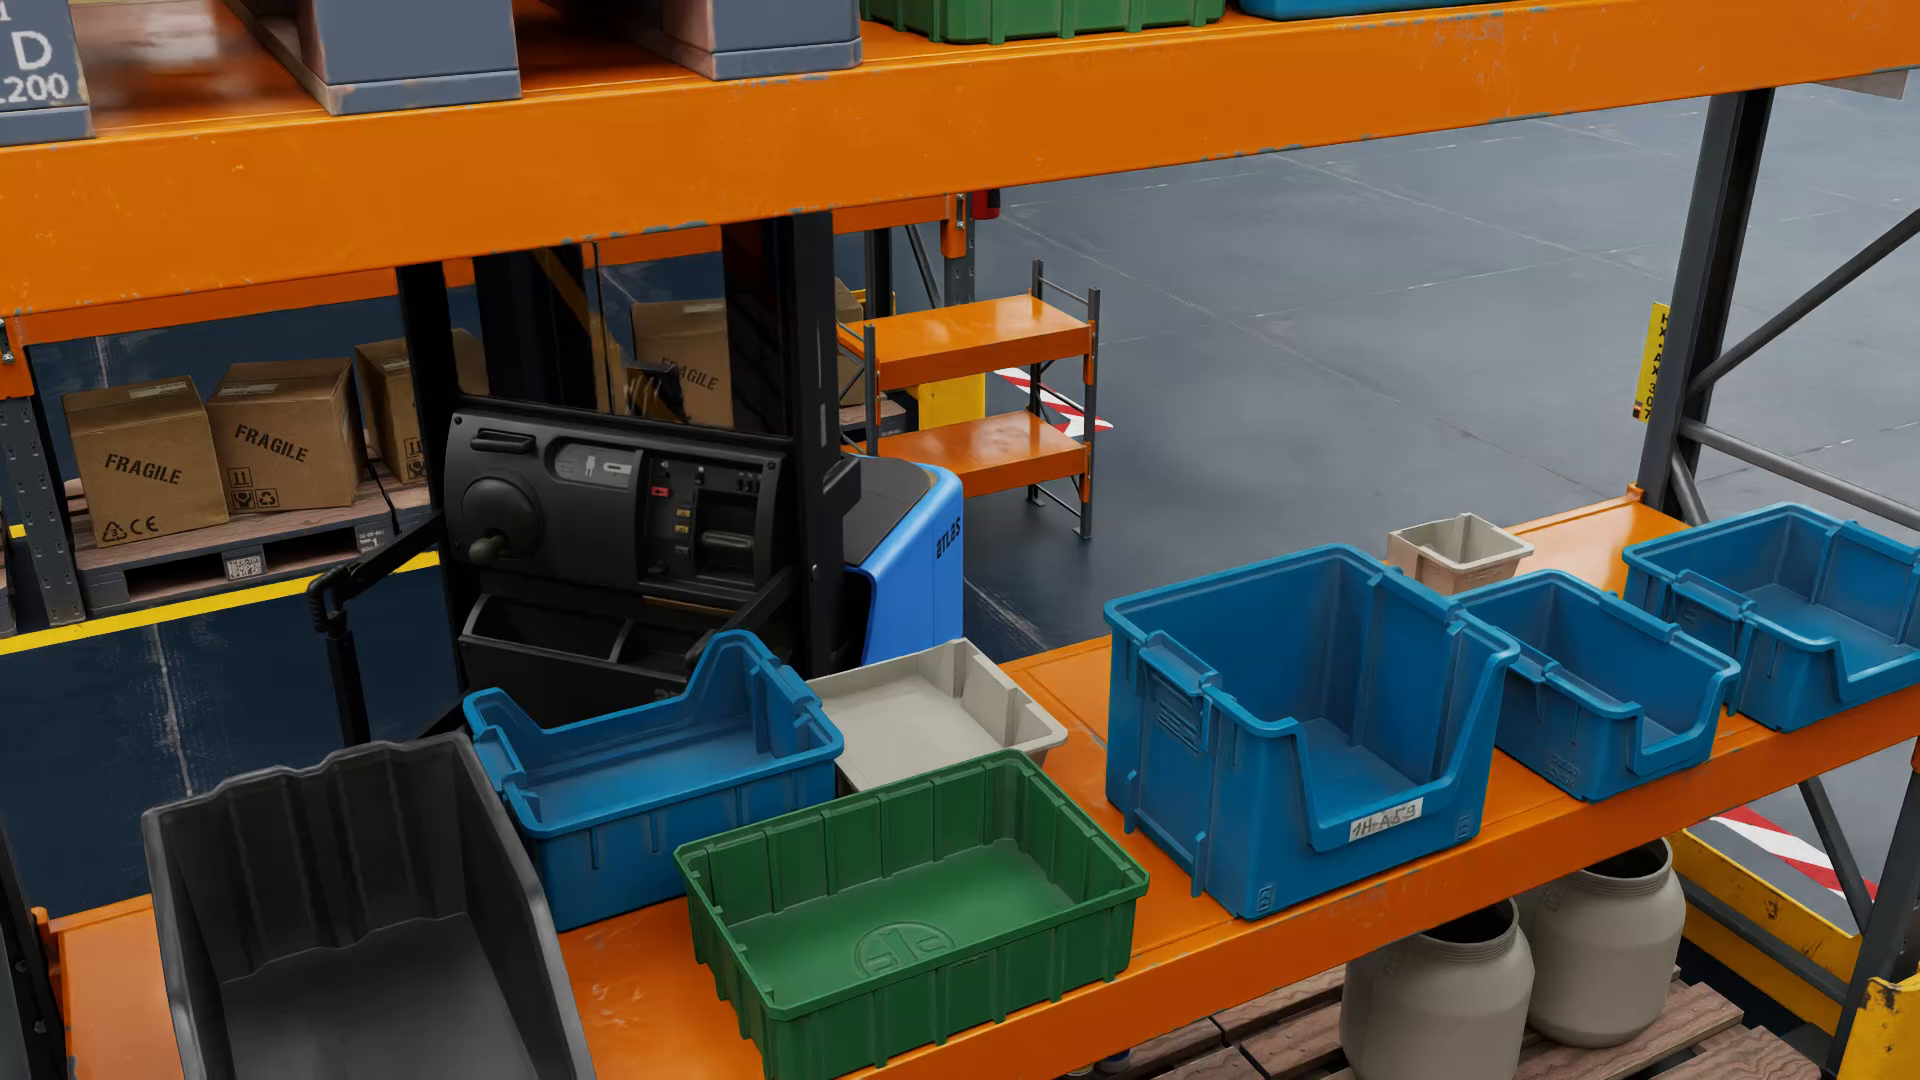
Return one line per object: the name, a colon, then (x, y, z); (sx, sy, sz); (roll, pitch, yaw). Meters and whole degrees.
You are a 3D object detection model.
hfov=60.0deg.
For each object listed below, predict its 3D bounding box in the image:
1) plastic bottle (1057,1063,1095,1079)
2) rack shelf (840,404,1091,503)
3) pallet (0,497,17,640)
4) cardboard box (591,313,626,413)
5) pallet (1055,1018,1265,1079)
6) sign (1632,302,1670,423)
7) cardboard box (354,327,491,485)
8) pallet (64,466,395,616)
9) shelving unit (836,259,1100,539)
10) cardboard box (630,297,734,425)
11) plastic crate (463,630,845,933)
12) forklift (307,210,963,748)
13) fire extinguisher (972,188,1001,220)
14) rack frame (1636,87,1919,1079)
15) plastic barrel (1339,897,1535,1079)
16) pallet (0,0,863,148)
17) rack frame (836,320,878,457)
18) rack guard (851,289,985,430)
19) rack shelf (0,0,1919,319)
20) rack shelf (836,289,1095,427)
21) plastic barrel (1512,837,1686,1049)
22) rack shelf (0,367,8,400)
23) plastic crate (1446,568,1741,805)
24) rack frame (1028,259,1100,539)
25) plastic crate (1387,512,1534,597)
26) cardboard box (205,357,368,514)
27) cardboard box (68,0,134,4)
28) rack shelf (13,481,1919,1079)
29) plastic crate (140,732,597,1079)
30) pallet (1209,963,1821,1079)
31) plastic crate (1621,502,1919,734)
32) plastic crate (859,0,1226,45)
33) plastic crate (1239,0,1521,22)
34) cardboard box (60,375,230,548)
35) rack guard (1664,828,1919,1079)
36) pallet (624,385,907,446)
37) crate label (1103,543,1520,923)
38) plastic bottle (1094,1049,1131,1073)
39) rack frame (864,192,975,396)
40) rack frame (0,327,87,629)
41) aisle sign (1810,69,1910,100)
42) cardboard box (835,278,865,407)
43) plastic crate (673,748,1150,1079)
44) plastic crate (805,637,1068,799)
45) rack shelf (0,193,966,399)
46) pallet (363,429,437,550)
plastic bottle: (0.278, 1.206, 3.998); (0.097, 0.201, 0.097); (0, 26, 0)
rack shelf: (-0.006, -0.285, 7.109); (1.000, 0.278, 0.538); (-13, 29, -25)
pallet: (-4.430, 0.210, 6.568); (1.213, 0.211, 1.003); (-13, 29, -25)
cardboard box: (-1.846, -0.707, 7.660); (0.500, 0.500, 0.500); (-10, 27, -20)
pallet: (0.277, 1.572, 3.732); (1.213, 0.211, 1.003); (-13, 29, -25)
sign: (1.861, -0.465, 4.432); (0.005, 0.325, 0.100); (-13, 29, -25)
cardboard box: (-2.360, -0.610, 7.459); (0.500, 0.500, 0.500); (-16, 30, -30)
pallet: (-3.168, -0.099, 7.212); (1.213, 0.211, 1.003); (-13, 29, -25)
shelving unit: (-0.006, -0.506, 7.004); (1.048, 1.125, 0.538); (-13, 29, -25)
cardboard box: (-1.285, -0.827, 7.910); (0.500, 0.500, 0.500); (-6, 26, -12)
plastic crate: (-0.565, 0.424, 3.074); (0.616, 0.251, 0.499); (-13, 29, -25)
forklift: (-0.945, -0.050, 3.969); (1.130, 2.935, 3.031); (9, 27, 17)
fire extinguisher: (0.103, -1.833, 7.691); (0.183, 0.674, 0.296); (-13, 29, -25)
rack frame: (2.116, -0.129, 4.053); (0.127, 3.000, 1.000); (-13, 29, -25)
plastic barrel: (1.129, 1.069, 3.948); (0.421, 0.512, 0.421); (0, 26, 0)
pallet: (-0.823, -0.766, 2.131); (1.003, 0.211, 1.213); (-13, 29, -25)
rack frame: (-0.455, -0.402, 6.788); (0.032, 1.125, 0.500); (-13, 29, -25)
rack guard: (-0.282, -0.878, 8.501); (0.348, 0.500, 1.175); (-13, 29, -25)
rack shelf: (0.351, -0.749, 2.711); (4.000, 0.370, 1.077); (-13, 29, -25)
rack shelf: (-0.006, -0.770, 6.877); (1.000, 0.278, 0.538); (-13, 29, -25)
plastic barrel: (1.571, 0.967, 4.160); (0.421, 0.512, 0.421); (0, 26, 0)
rack shelf: (-5.509, -0.474, 5.603); (4.000, 0.370, 1.077); (-13, 29, -25)
plastic crate: (1.240, 0.284, 3.364); (0.408, 0.251, 0.499); (-13, 29, -25)
rack frame: (0.443, -0.609, 7.219); (0.032, 1.125, 0.500); (-13, 29, -25)
plastic crate: (1.175, 0.049, 3.986); (0.250, 0.136, 0.298); (-13, 29, -25)
cardboard box: (-2.870, -0.454, 7.133); (0.500, 0.500, 0.500); (-4, 26, -9)
cardboard box: (-3.227, -1.830, 5.982); (0.500, 0.500, 0.500); (-13, 29, -25)
rack shelf: (0.351, 0.603, 3.360); (4.000, 0.370, 1.077); (-13, 29, -25)
plastic crate: (-0.892, 0.656, 2.490); (0.504, 0.338, 0.767); (-13, 29, -25)
pallet: (1.352, 1.325, 4.246); (1.213, 0.211, 1.003); (-13, 29, -25)
plastic crate: (1.815, 0.154, 3.635); (0.616, 0.251, 0.499); (-13, 29, -25)
plastic crate: (0.107, -0.788, 2.205); (0.450, 0.188, 0.336); (-13, 29, -25)
plastic crate: (0.575, -0.971, 2.359); (0.575, 0.384, 0.392); (-13, 29, -25)
cardboard box: (-3.372, -0.334, 6.884); (0.500, 0.500, 0.500); (-14, 29, -27)
rack guard: (2.071, 1.031, 4.524); (0.348, 0.500, 1.175); (-13, 29, -25)
pallet: (-1.015, -0.596, 8.247); (1.213, 0.211, 1.003); (-13, 29, -25)
crate label: (0.619, 0.333, 3.049); (0.616, 0.435, 0.502); (-13, 29, -25)
plastic bottle: (0.370, 1.153, 4.027); (0.097, 0.271, 0.097); (0, 26, 0)
rack frame: (-0.215, -2.020, 7.993); (0.127, 3.000, 1.000); (-13, 29, -25)
rack frame: (-3.744, -1.206, 6.296); (0.127, 3.000, 1.000); (-13, 29, -25)
aisle sign: (2.042, -1.427, 3.754); (0.004, 0.787, 0.394); (-13, 29, -25)
cardboard box: (-0.773, -0.962, 8.191); (0.500, 0.500, 0.500); (-8, 27, -16)
plastic crate: (-0.083, 0.613, 2.753); (0.662, 0.188, 0.450); (-13, 29, -25)
plastic crate: (-0.100, 0.377, 3.303); (0.437, 0.136, 0.530); (-13, 29, -25)
rack shelf: (-1.979, -1.289, 7.300); (4.000, 0.370, 1.077); (-13, 29, -25)
pallet: (-2.090, -0.349, 7.733); (1.213, 0.211, 1.003); (-13, 29, -25)
